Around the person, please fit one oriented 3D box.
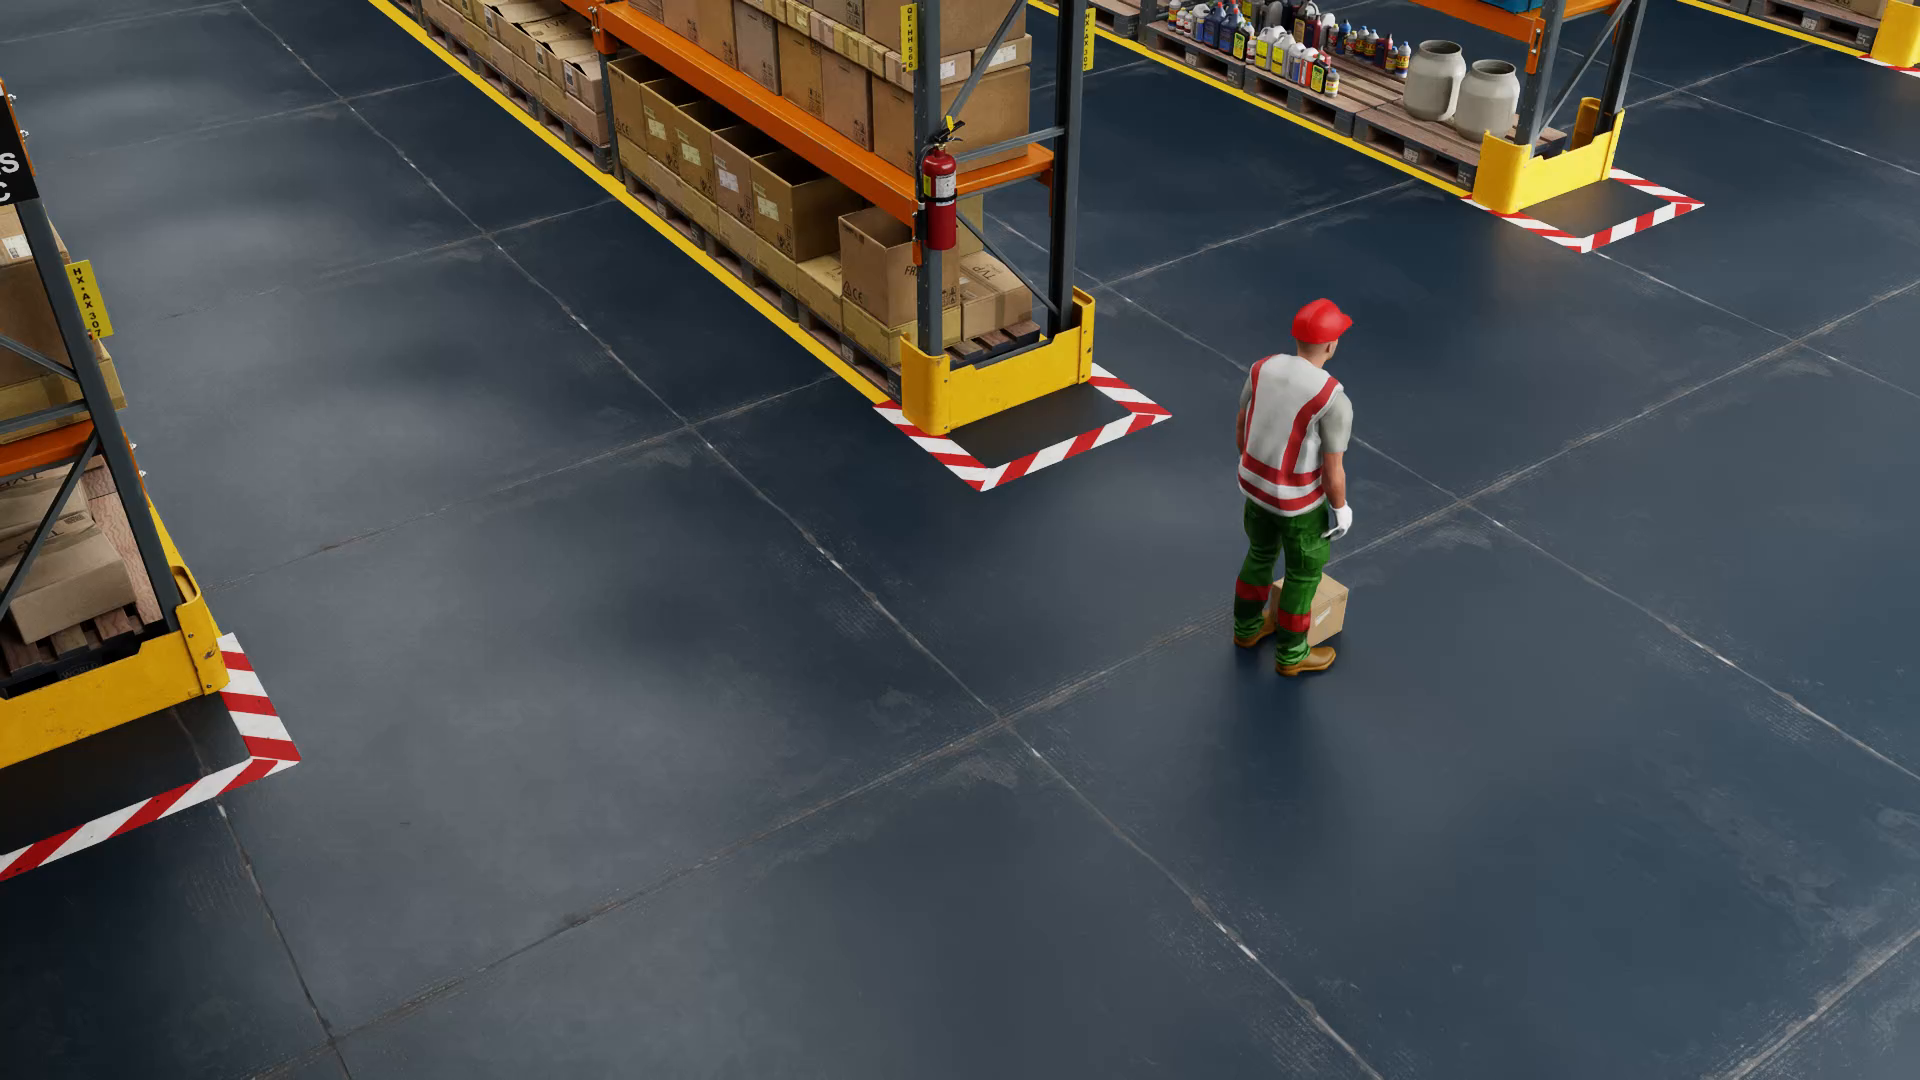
[{"bbox_3d":[1.453,-0.227,7.301,0.445,1.781,0.621,-25,43,-30],"label":"person"}]
